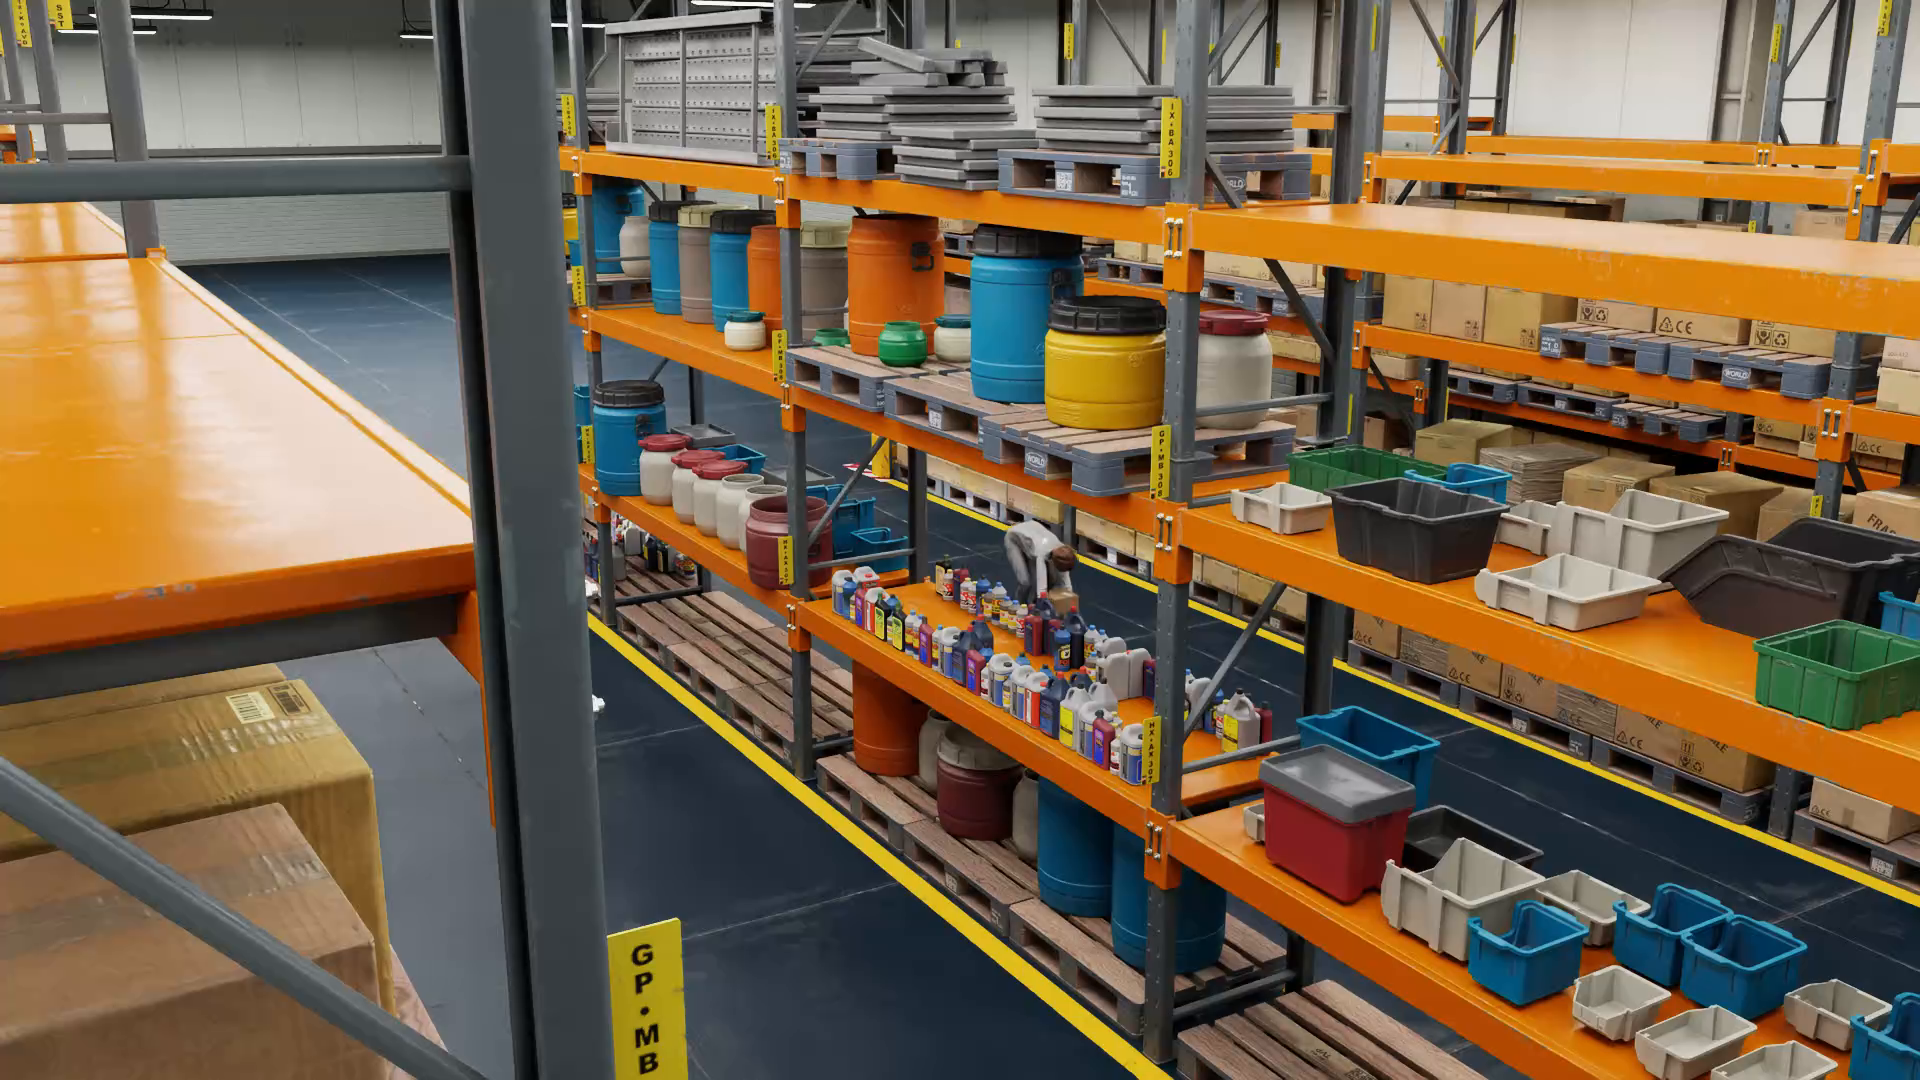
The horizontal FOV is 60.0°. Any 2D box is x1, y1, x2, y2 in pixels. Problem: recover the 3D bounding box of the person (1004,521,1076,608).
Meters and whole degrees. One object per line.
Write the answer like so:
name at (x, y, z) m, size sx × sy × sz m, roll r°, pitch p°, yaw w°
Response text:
person at (0.719, 0.351, 14.463) m, size 0.405 × 0.958 × 0.868 m, roll -10°, pitch 18°, yaw -32°
